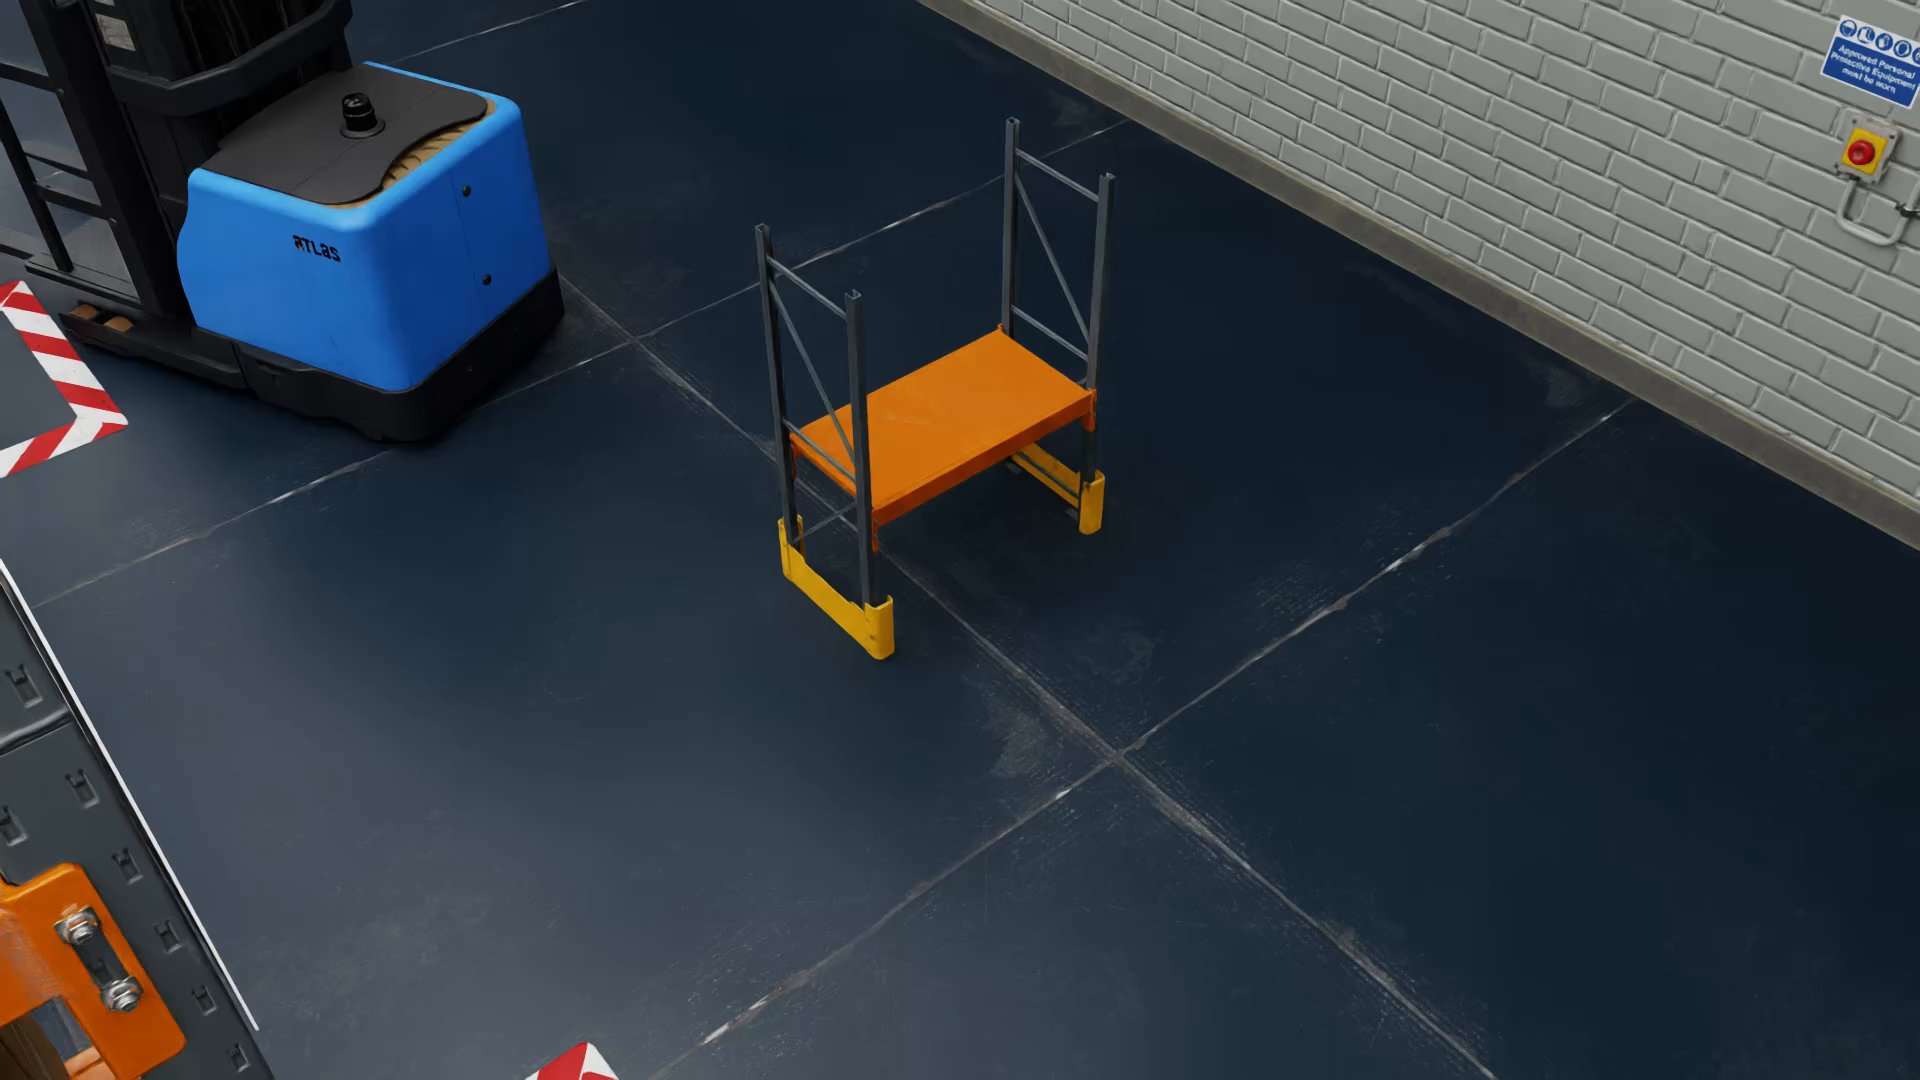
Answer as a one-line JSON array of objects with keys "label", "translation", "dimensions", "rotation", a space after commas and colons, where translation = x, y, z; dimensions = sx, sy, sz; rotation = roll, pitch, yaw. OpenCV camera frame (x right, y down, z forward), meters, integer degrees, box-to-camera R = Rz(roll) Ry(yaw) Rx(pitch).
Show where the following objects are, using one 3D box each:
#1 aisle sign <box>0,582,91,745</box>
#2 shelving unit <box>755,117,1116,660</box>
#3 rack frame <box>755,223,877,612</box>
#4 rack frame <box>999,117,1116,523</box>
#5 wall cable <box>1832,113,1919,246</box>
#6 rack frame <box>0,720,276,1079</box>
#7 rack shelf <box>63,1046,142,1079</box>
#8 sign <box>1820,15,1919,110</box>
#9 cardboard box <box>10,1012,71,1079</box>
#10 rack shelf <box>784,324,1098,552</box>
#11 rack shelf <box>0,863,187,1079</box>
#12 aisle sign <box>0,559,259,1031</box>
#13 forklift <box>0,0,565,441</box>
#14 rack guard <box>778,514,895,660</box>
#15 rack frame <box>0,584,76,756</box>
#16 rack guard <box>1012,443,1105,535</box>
[{"label": "aisle sign", "translation": [-1.391, -0.092, 2.258], "dimensions": [0.004, 0.787, 0.394], "rotation": [-30, 51, -28]}, {"label": "shelving unit", "translation": [-0.058, -0.513, 5.701], "dimensions": [1.083, 1.500, 0.587], "rotation": [-30, 51, -28]}, {"label": "rack frame", "translation": [-0.455, -0.286, 5.459], "dimensions": [0.032, 1.500, 0.500], "rotation": [-30, 51, -28]}, {"label": "rack frame", "translation": [0.324, -0.733, 5.934], "dimensions": [0.032, 1.500, 0.500], "rotation": [-30, 51, -28]}, {"label": "wall cable", "translation": [3.050, -1.831, 5.244], "dimensions": [0.123, 1.953, 0.585], "rotation": [-30, 51, -28]}, {"label": "rack frame", "translation": [-1.260, 1.040, 2.952], "dimensions": [0.127, 3.000, 1.000], "rotation": [-30, 51, -28]}, {"label": "rack shelf", "translation": [-2.794, 2.180, 2.263], "dimensions": [4.000, 0.370, 1.077], "rotation": [-30, 51, -28]}, {"label": "sign", "translation": [3.066, -1.600, 5.565], "dimensions": [0.001, 0.218, 0.327], "rotation": [-30, 51, -28]}, {"label": "cardboard box", "translation": [-1.812, 1.063, 2.854], "dimensions": [0.500, 0.500, 0.500], "rotation": [-30, 51, -28]}, {"label": "rack shelf", "translation": [-0.065, -0.378, 5.820], "dimensions": [1.000, 0.185, 0.538], "rotation": [-30, 51, -28]}, {"label": "rack shelf", "translation": [-2.794, 1.087, 1.236], "dimensions": [4.000, 0.370, 1.077], "rotation": [-30, 51, -28]}, {"label": "aisle sign", "translation": [-1.006, 0.223, 1.922], "dimensions": [0.004, 0.787, 0.394], "rotation": [-30, 51, -28]}, {"label": "forklift", "translation": [-3.264, -2.156, 6.405], "dimensions": [3.031, 2.935, 1.130], "rotation": [18, 46, 19]}, {"label": "rack guard", "translation": [-0.440, 0.161, 5.896], "dimensions": [0.087, 0.250, 0.587], "rotation": [-30, 51, -28]}, {"label": "rack frame", "translation": [-1.260, -1.147, 0.898], "dimensions": [0.127, 3.000, 1.000], "rotation": [-30, 51, -28]}, {"label": "rack guard", "translation": [0.324, -0.276, 6.362], "dimensions": [0.087, 0.250, 0.587], "rotation": [-30, 51, -28]}]
